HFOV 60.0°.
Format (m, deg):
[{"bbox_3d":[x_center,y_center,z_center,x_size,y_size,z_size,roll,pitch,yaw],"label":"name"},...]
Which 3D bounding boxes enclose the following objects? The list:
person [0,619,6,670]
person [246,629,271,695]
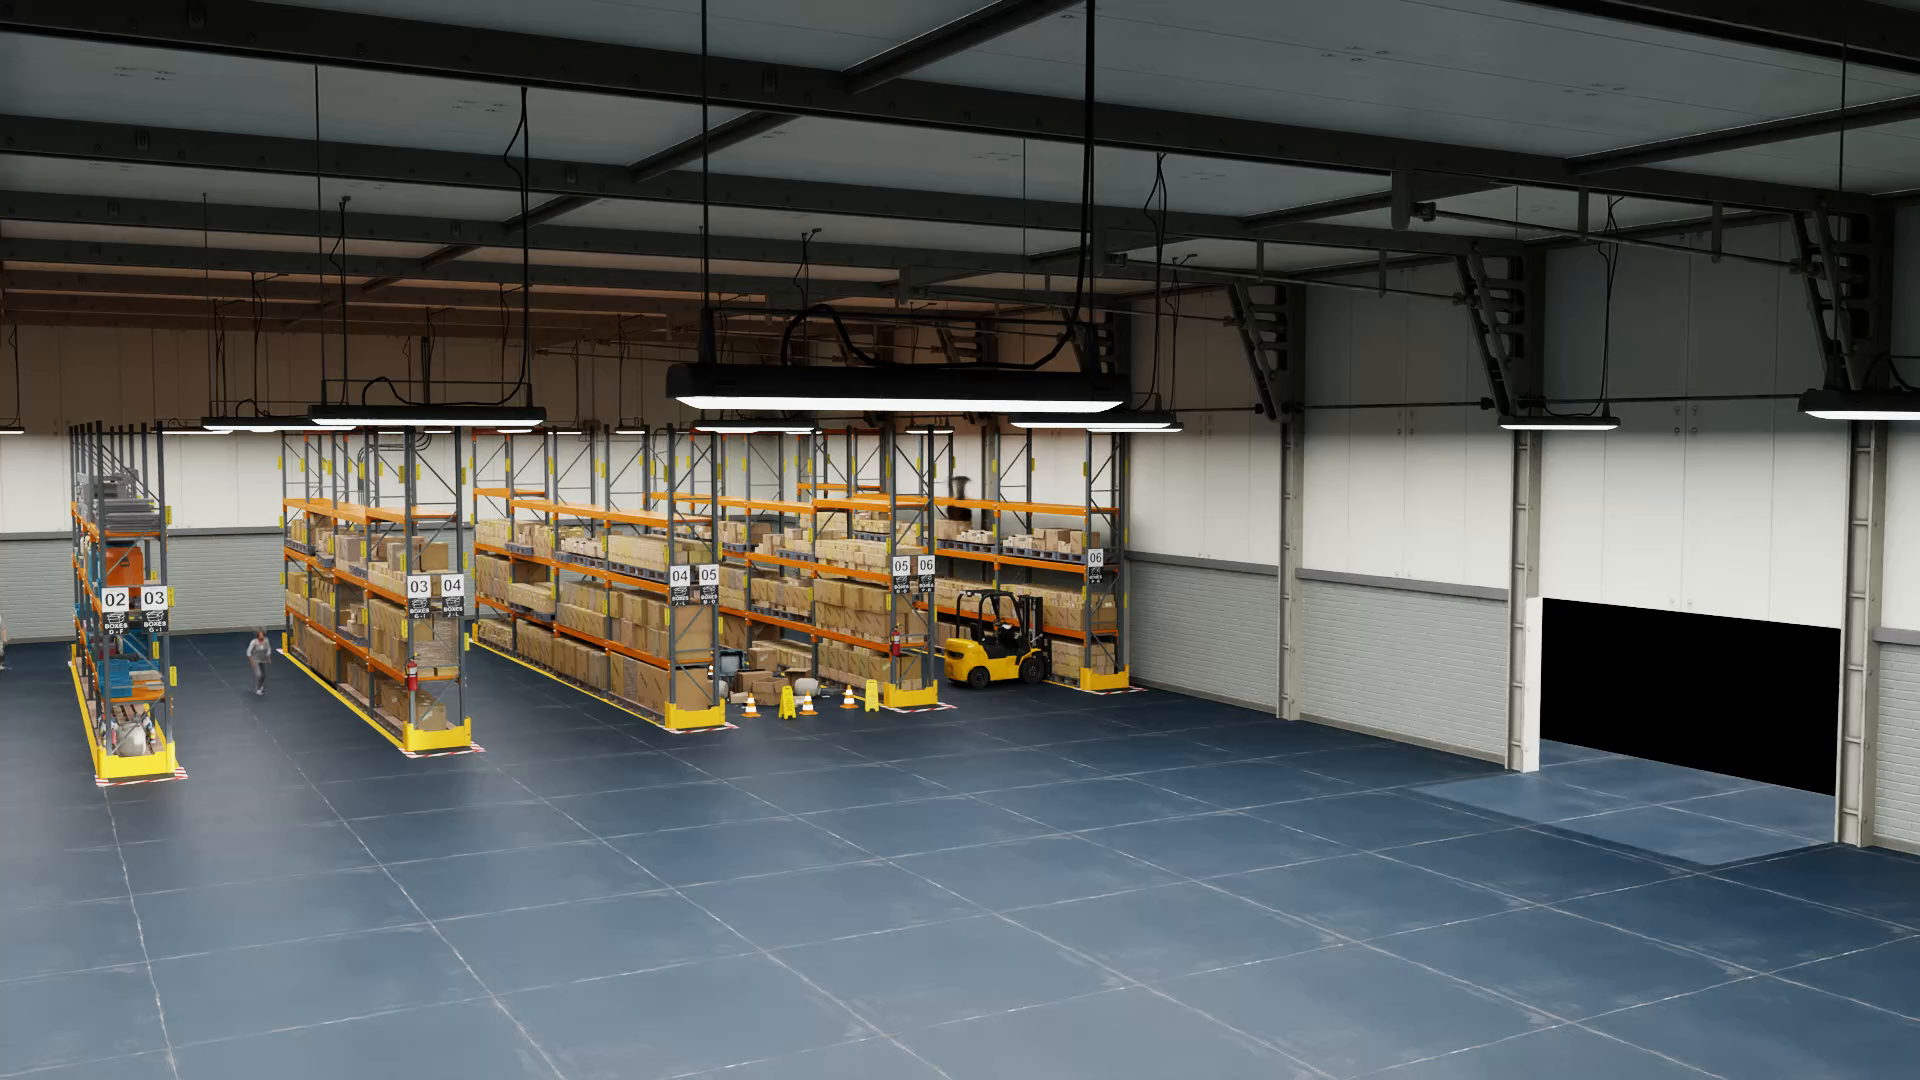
[{"bbox_3d":[-23.481,2.455,40.408,0.775,1.553,0.584,3,5,41],"label":"person"},{"bbox_3d":[-15.596,2.702,36.950,0.765,1.486,0.576,3,5,41],"label":"person"}]
